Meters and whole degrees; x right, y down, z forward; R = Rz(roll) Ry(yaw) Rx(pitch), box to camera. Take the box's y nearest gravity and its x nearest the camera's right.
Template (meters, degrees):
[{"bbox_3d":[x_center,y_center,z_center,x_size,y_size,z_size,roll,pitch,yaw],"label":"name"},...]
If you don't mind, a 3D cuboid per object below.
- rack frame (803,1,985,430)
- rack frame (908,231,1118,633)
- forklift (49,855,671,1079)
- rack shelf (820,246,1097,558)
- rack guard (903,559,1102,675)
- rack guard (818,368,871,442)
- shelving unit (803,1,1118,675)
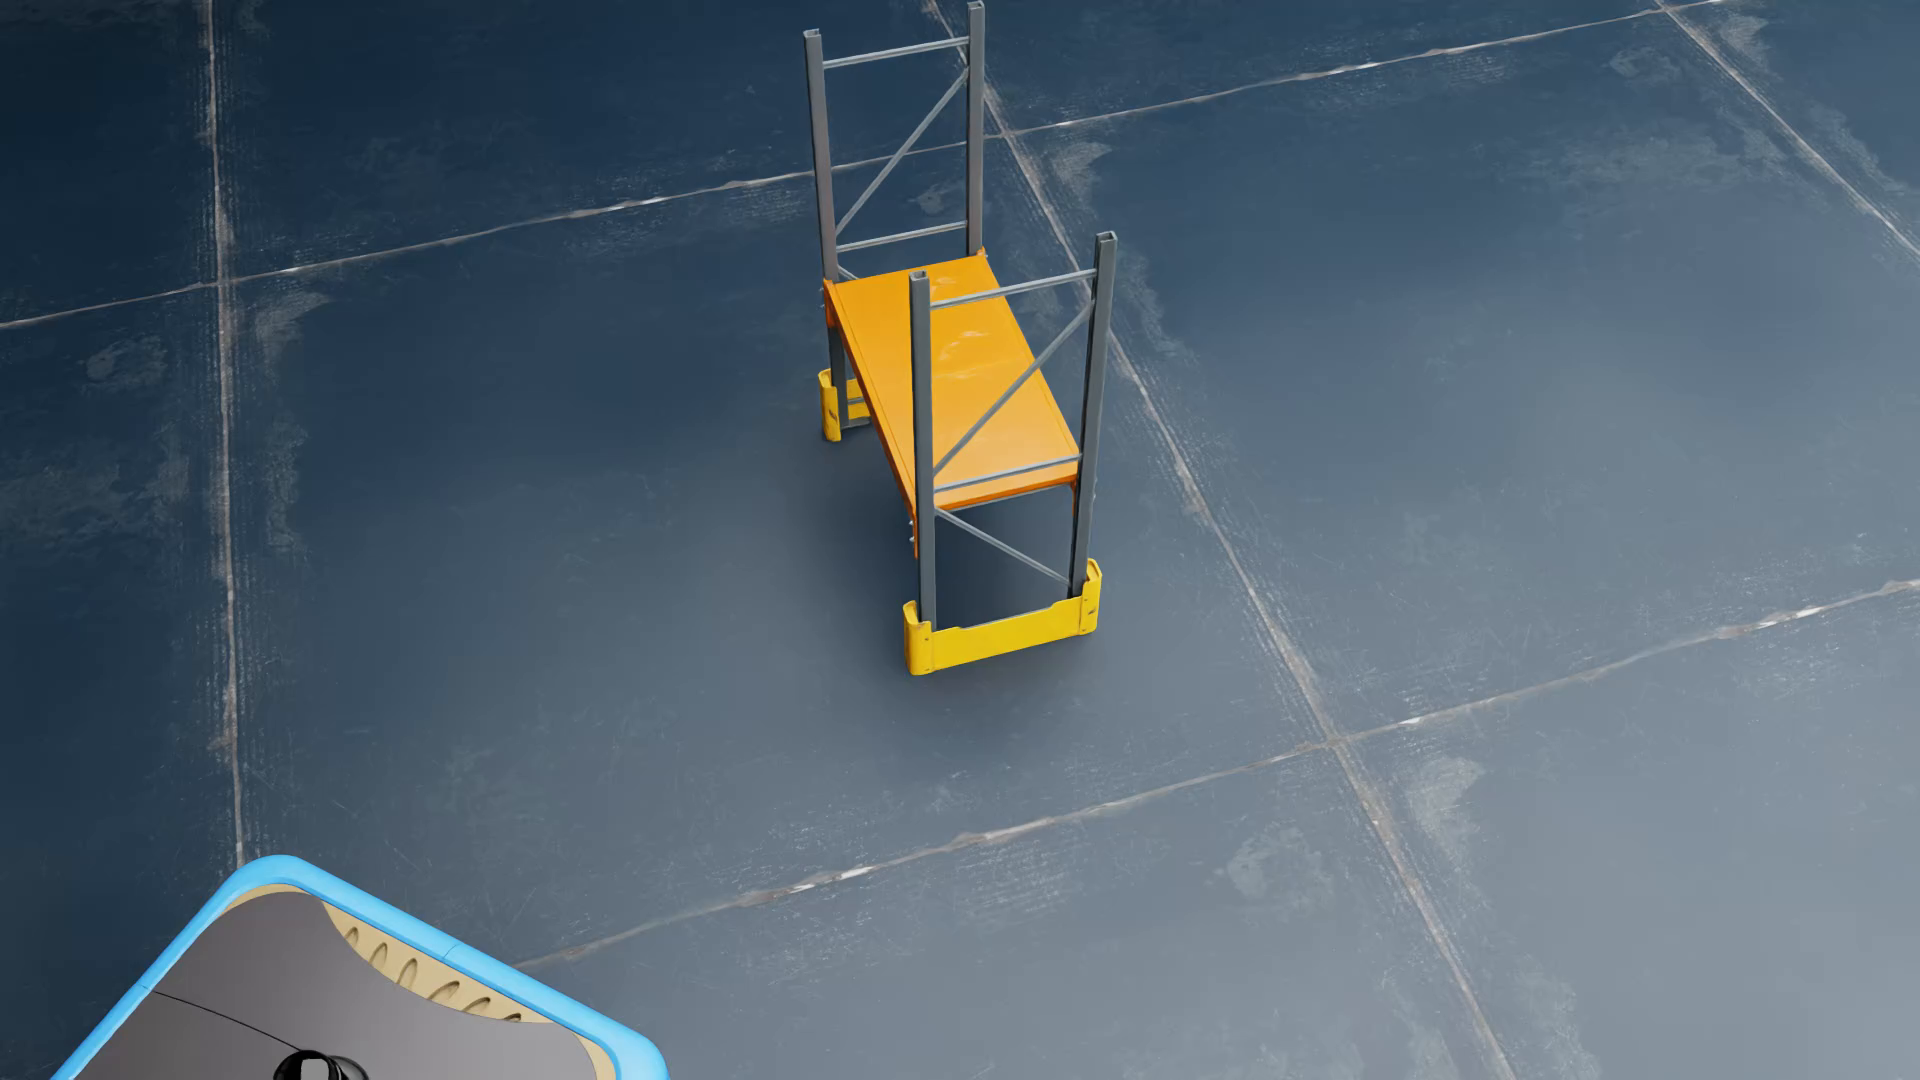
[{"bbox_3d":[-0.176,-0.917,5.042,0.500,1.500,0.032,-13,51,-11],"label":"rack frame"},{"bbox_3d":[0.125,-0.174,4.416,0.500,1.500,0.032,-13,51,-11],"label":"rack frame"},{"bbox_3d":[-1.641,1.531,2.042,1.130,2.935,3.031,21,53,17],"label":"forklift"},{"bbox_3d":[-0.025,-0.430,4.867,0.538,0.185,1.000,-13,51,-11],"label":"rack shelf"},{"bbox_3d":[0.125,0.227,4.895,0.587,0.250,0.087,-13,51,-11],"label":"rack guard"},{"bbox_3d":[-0.170,-0.500,5.508,0.587,0.250,0.087,-13,51,-11],"label":"rack guard"},{"bbox_3d":[-0.023,-0.539,4.724,0.587,1.500,1.083,-13,51,-11],"label":"shelving unit"}]
